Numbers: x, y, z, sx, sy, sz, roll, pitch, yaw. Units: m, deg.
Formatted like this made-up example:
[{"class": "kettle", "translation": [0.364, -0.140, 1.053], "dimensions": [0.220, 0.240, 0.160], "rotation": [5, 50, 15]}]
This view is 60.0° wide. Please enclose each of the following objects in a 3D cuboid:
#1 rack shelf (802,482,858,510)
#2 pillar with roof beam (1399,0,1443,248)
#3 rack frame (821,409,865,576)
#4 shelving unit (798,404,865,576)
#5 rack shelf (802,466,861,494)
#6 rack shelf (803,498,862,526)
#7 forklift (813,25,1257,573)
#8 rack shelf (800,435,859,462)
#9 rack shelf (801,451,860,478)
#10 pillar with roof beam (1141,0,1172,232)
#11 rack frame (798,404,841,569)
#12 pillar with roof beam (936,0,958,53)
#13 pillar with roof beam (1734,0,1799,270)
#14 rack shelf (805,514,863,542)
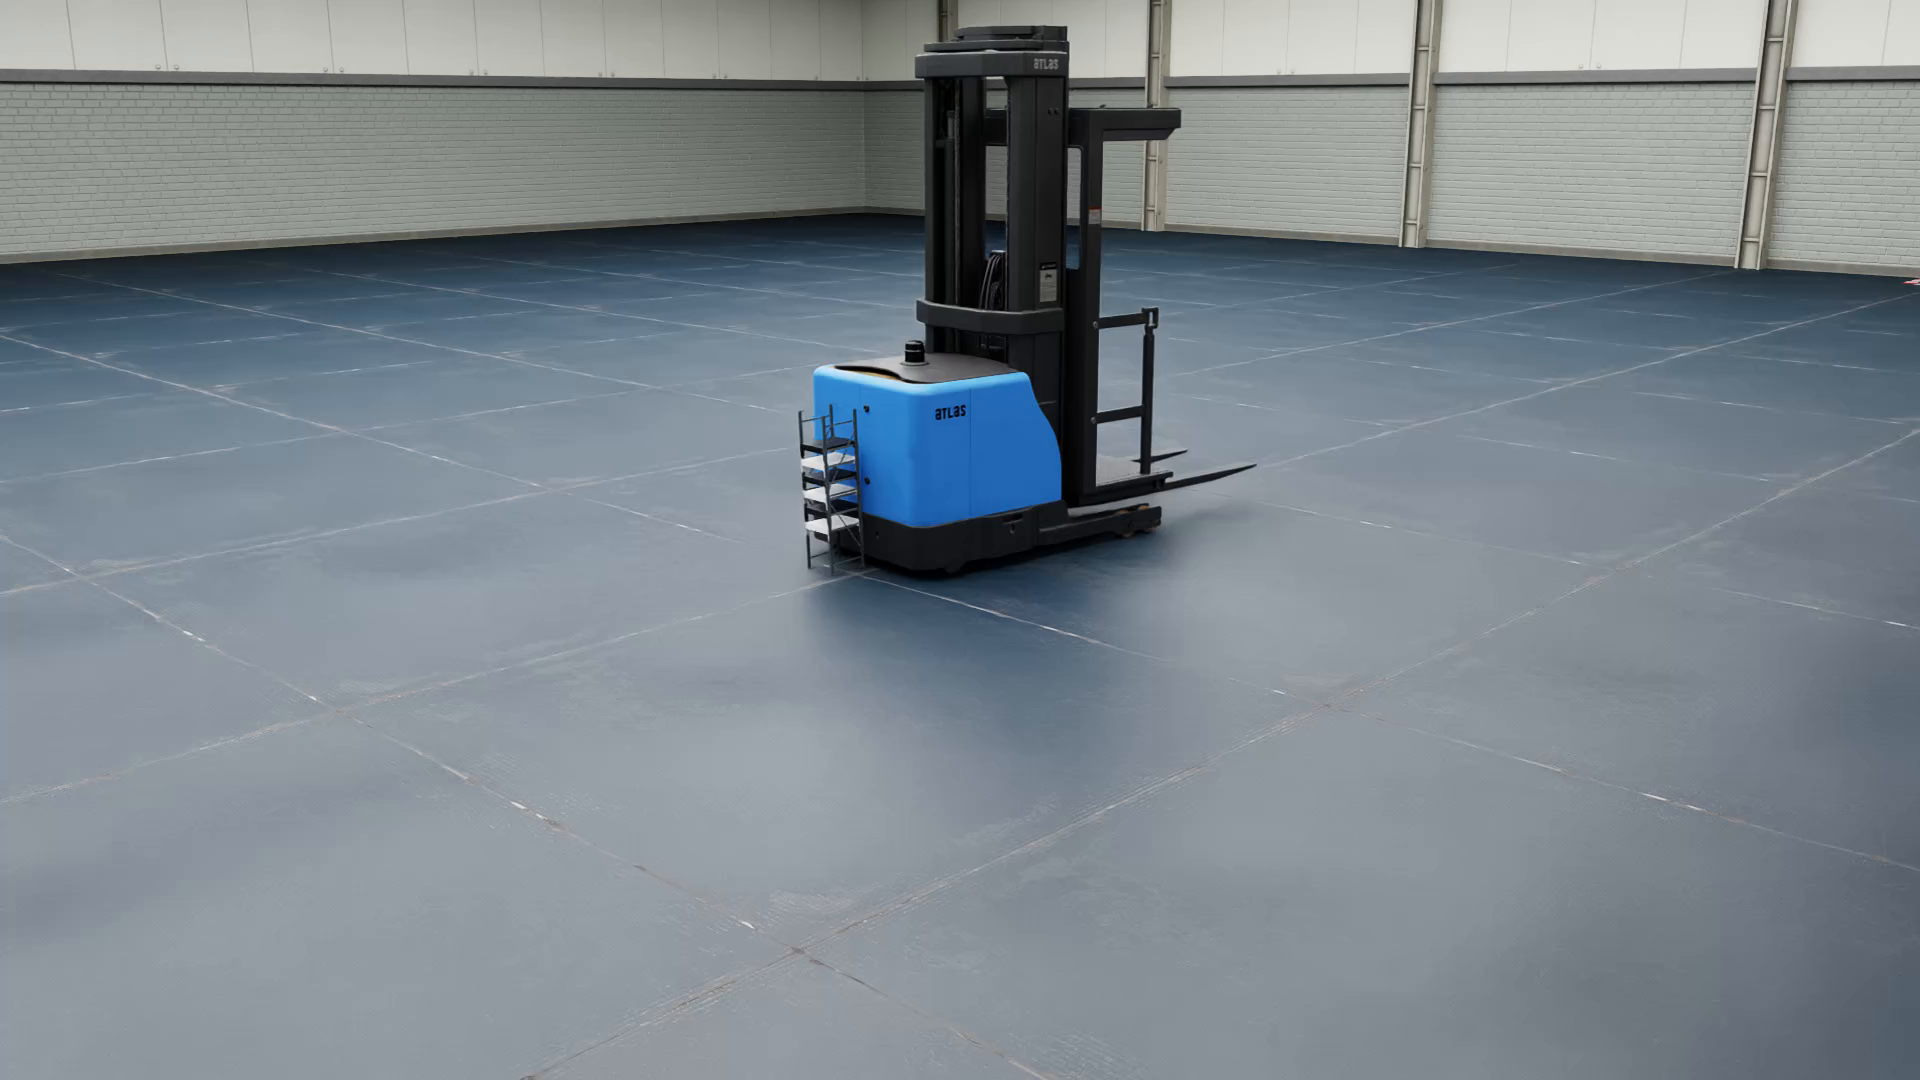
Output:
[{"class": "rack shelf", "translation": [-0.707, -0.245, 9.193], "dimensions": [0.258, 0.077, 0.200], "rotation": [-17, 22, -41]}, {"class": "pillar with roof beam", "translation": [5.364, -8.984, 26.564], "dimensions": [0.400, 9.000, 9.100], "rotation": [14, 20, 42]}, {"class": "rack frame", "translation": [-0.638, -0.258, 9.112], "dimensions": [0.240, 0.900, 0.006], "rotation": [-17, 22, -41]}, {"class": "shelving unit", "translation": [-0.708, -0.277, 9.183], "dimensions": [0.258, 0.900, 0.210], "rotation": [-17, 22, -41]}, {"class": "rack shelf", "translation": [-0.710, -0.331, 9.167], "dimensions": [0.258, 0.077, 0.200], "rotation": [-17, 22, -41]}, {"class": "rack shelf", "translation": [-0.704, -0.158, 9.218], "dimensions": [0.258, 0.077, 0.200], "rotation": [-17, 22, -41]}, {"class": "forklift", "translation": [0.597, -1.521, 9.957], "dimensions": [3.031, 2.935, 1.130], "rotation": [-12, 19, -39]}, {"class": "rack shelf", "translation": [-0.717, -0.503, 9.116], "dimensions": [0.258, 0.077, 0.200], "rotation": [-17, 22, -41]}, {"class": "rack shelf", "translation": [-0.713, -0.417, 9.142], "dimensions": [0.258, 0.077, 0.200], "rotation": [-17, 22, -41]}, {"class": "pillar with roof beam", "translation": [1.045, -10.034, 30.594], "dimensions": [0.400, 9.000, 9.100], "rotation": [14, 20, 42]}, {"class": "rack frame", "translation": [-0.778, -0.295, 9.255], "dimensions": [0.240, 0.900, 0.006], "rotation": [-17, 22, -41]}, {"class": "pillar with roof beam", "translation": [-3.275, -11.084, 34.624], "dimensions": [0.400, 9.000, 9.100], "rotation": [14, 20, 42]}, {"class": "pillar with roof beam", "translation": [9.683, -7.934, 22.534], "dimensions": [0.400, 9.000, 9.100], "rotation": [14, 20, 42]}, {"class": "rack shelf", "translation": [-0.701, -0.072, 9.244], "dimensions": [0.258, 0.077, 0.200], "rotation": [-17, 22, -41]}]
